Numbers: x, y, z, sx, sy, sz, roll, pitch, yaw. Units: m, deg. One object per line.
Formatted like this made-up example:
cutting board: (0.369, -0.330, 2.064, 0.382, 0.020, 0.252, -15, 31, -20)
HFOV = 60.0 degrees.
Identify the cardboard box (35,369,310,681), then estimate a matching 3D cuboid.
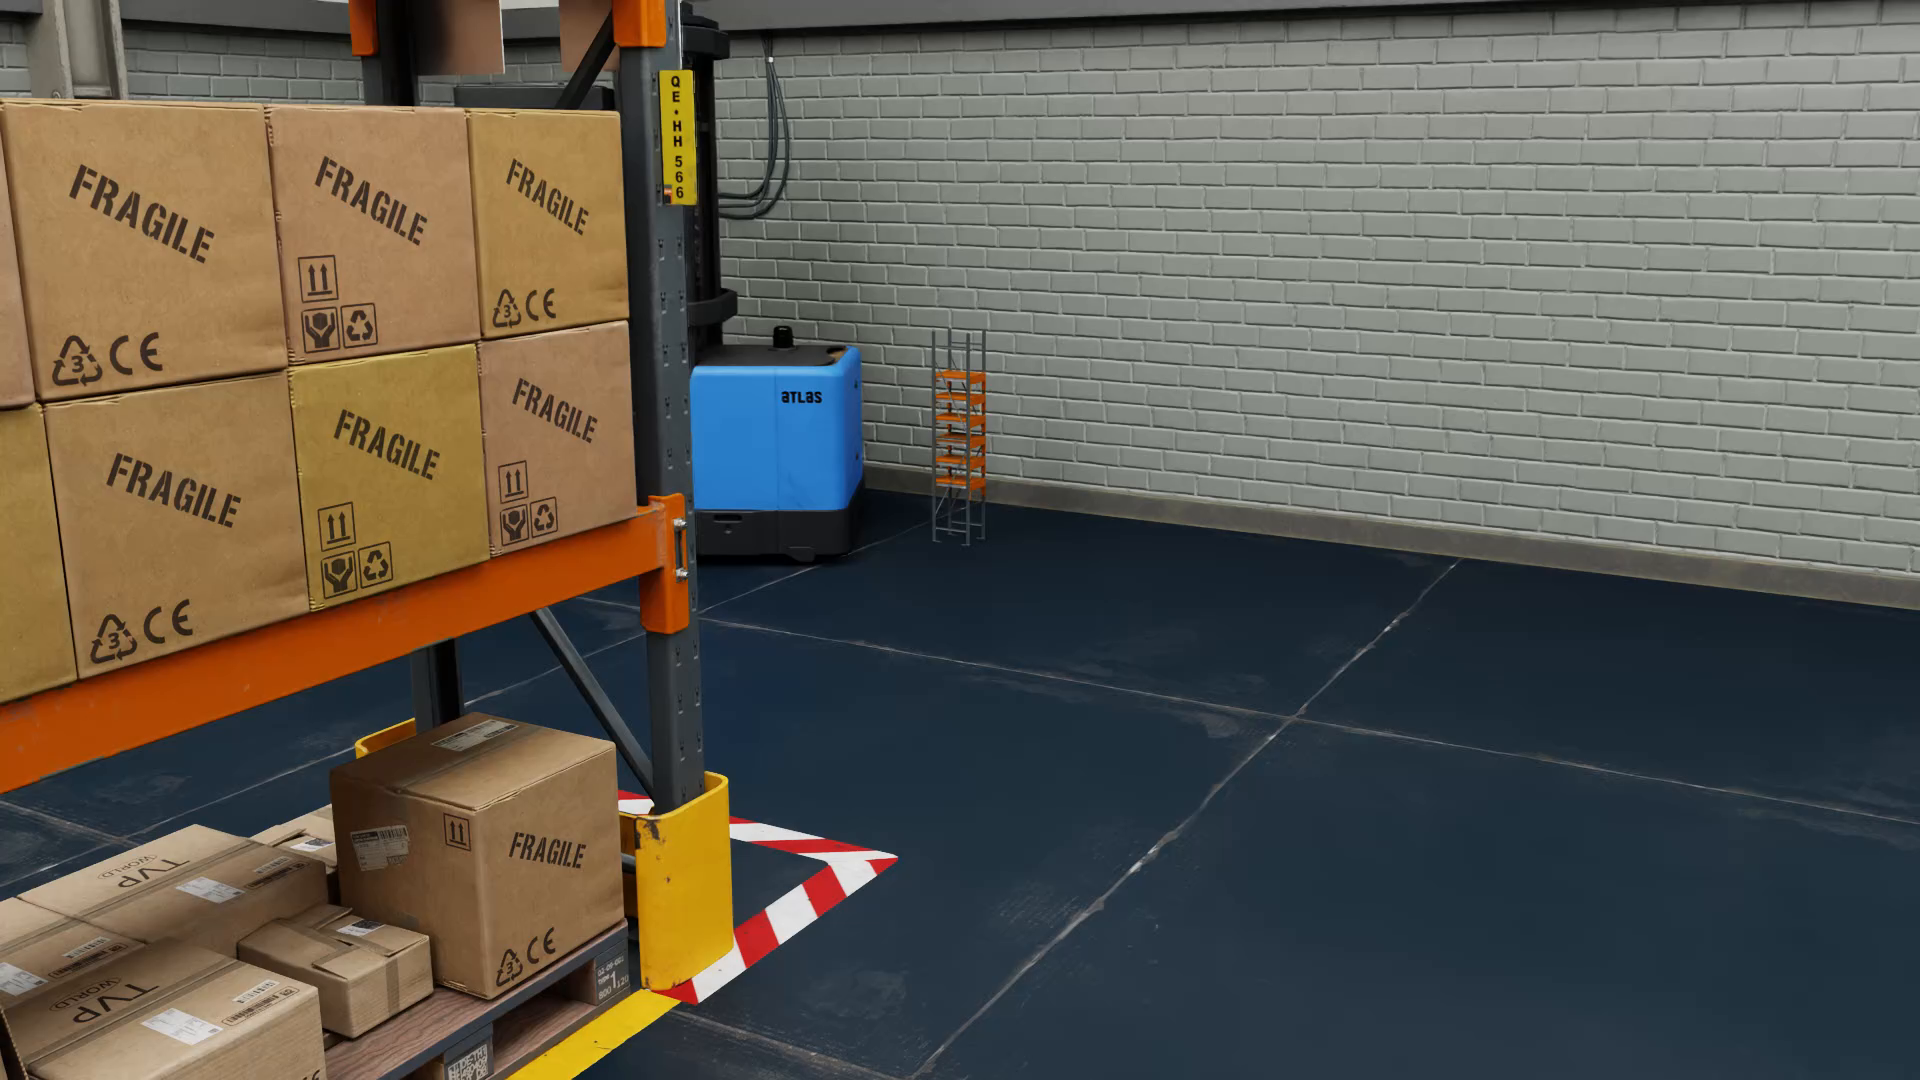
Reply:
cardboard box: (-1.651, -0.071, 3.213, 0.500, 0.500, 0.500, 8, 15, 28)

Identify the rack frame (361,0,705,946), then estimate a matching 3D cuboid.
rack frame: (-1.179, -0.353, 4.599, 1.000, 3.000, 0.127, 7, 15, 28)

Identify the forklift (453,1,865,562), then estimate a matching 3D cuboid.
forklift: (-2.090, -1.412, 9.139, 3.031, 2.935, 1.130, 1, 14, 2)

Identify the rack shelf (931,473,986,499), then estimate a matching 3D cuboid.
rack shelf: (-0.007, -0.304, 9.447, 0.258, 0.103, 0.180, 7, 15, 28)

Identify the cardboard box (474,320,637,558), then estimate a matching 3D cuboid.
cardboard box: (-1.157, -0.279, 4.079, 0.500, 0.500, 0.500, 8, 16, 30)

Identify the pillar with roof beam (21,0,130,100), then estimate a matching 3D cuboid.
pillar with roof beam: (-1.200, -3.995, 6.902, 9.100, 9.000, 0.400, 7, 15, 28)

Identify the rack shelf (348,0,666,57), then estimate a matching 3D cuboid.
rack shelf: (-2.145, -1.052, 2.630, 1.077, 0.370, 4.000, 7, 15, 28)

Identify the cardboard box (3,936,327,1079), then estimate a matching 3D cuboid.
cardboard box: (-1.711, 1.100, 3.497, 0.500, 0.250, 0.500, 7, 15, 28)

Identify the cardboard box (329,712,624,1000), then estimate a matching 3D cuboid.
cardboard box: (-1.226, 0.787, 4.262, 0.500, 0.500, 0.500, 7, 15, 28)

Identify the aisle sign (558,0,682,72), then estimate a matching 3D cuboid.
aisle sign: (-0.877, -1.597, 4.209, 0.394, 0.787, 0.004, 7, 15, 28)

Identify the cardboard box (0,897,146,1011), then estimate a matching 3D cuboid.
cardboard box: (-2.173, 1.054, 3.690, 0.500, 0.250, 0.500, 7, 15, 28)

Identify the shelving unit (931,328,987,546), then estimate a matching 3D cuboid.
shelving unit: (-0.007, -0.580, 9.381, 0.258, 1.200, 0.189, 7, 15, 28)

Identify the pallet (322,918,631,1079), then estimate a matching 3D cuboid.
pallet: (-1.600, 1.182, 4.183, 1.003, 0.211, 1.213, 7, 15, 28)

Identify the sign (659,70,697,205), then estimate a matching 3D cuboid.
sign: (-0.702, -1.003, 4.149, 0.100, 0.325, 0.005, 7, 15, 28)

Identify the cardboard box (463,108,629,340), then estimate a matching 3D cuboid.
cardboard box: (-1.153, -0.766, 3.962, 0.500, 0.500, 0.500, 7, 15, 28)

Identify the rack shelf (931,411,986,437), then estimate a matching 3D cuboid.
rack shelf: (-0.007, -0.654, 9.363, 0.258, 0.103, 0.180, 7, 15, 28)

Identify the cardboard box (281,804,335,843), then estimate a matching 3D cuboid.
cardboard box: (-1.682, 0.866, 4.687, 0.380, 0.149, 0.250, 7, 15, 28)

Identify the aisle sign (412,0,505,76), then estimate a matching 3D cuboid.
aisle sign: (-1.403, -1.664, 4.491, 0.394, 0.787, 0.004, 7, 15, 28)

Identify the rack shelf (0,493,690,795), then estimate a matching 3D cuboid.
rack shelf: (-2.145, 0.407, 2.982, 1.077, 0.370, 4.000, 7, 15, 28)

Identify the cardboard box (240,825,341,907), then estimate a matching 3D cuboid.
cardboard box: (-1.803, 0.908, 4.472, 0.380, 0.166, 0.250, 7, 15, 28)

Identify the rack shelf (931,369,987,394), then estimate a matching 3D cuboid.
rack shelf: (-0.007, -0.887, 9.307, 0.258, 0.103, 0.180, 7, 15, 28)

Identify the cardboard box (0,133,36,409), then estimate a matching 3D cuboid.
cardboard box: (-1.891, -0.450, 2.652, 0.500, 0.500, 0.500, 8, 16, 30)

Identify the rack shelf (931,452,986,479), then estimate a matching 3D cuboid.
rack shelf: (-0.007, -0.420, 9.419, 0.258, 0.103, 0.180, 7, 15, 28)

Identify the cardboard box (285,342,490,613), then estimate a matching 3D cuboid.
cardboard box: (-1.405, -0.172, 3.635, 0.500, 0.500, 0.500, 8, 15, 29)

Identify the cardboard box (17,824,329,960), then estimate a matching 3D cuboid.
cardboard box: (-1.932, 0.951, 4.115, 0.500, 0.250, 0.500, 7, 15, 28)

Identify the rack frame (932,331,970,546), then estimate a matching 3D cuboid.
rack frame: (-0.051, -0.562, 9.303, 0.240, 1.200, 0.006, 7, 15, 28)

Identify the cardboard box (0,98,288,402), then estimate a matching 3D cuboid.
cardboard box: (-1.643, -0.555, 3.089, 0.500, 0.500, 0.500, 8, 16, 30)

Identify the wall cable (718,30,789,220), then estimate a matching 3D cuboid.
wall cable: (-2.470, -3.441, 11.230, 3.097, 2.526, 0.112, 7, 15, 28)

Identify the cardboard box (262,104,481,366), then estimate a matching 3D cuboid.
cardboard box: (-1.397, -0.662, 3.532, 0.500, 0.500, 0.500, 8, 16, 30)

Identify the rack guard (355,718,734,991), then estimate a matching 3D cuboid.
rack guard: (-1.215, 0.877, 4.828, 1.175, 0.500, 0.348, 7, 15, 28)

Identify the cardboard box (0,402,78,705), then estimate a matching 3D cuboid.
cardboard box: (-1.894, 0.033, 2.785, 0.500, 0.500, 0.500, 7, 15, 27)

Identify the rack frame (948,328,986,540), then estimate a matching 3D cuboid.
rack frame: (0.037, -0.599, 9.458, 0.240, 1.200, 0.006, 7, 15, 28)

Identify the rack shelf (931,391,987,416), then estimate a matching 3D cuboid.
rack shelf: (-0.007, -0.770, 9.335, 0.258, 0.103, 0.180, 7, 15, 28)

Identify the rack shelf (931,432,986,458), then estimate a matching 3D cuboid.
rack shelf: (-0.007, -0.537, 9.391, 0.258, 0.103, 0.180, 7, 15, 28)

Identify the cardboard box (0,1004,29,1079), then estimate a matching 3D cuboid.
cardboard box: (-2.209, 1.081, 3.038, 0.797, 0.503, 0.637, 7, 15, 28)

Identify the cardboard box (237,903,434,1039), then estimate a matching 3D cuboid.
cardboard box: (-1.500, 1.022, 3.999, 0.380, 0.166, 0.250, 7, 15, 28)
